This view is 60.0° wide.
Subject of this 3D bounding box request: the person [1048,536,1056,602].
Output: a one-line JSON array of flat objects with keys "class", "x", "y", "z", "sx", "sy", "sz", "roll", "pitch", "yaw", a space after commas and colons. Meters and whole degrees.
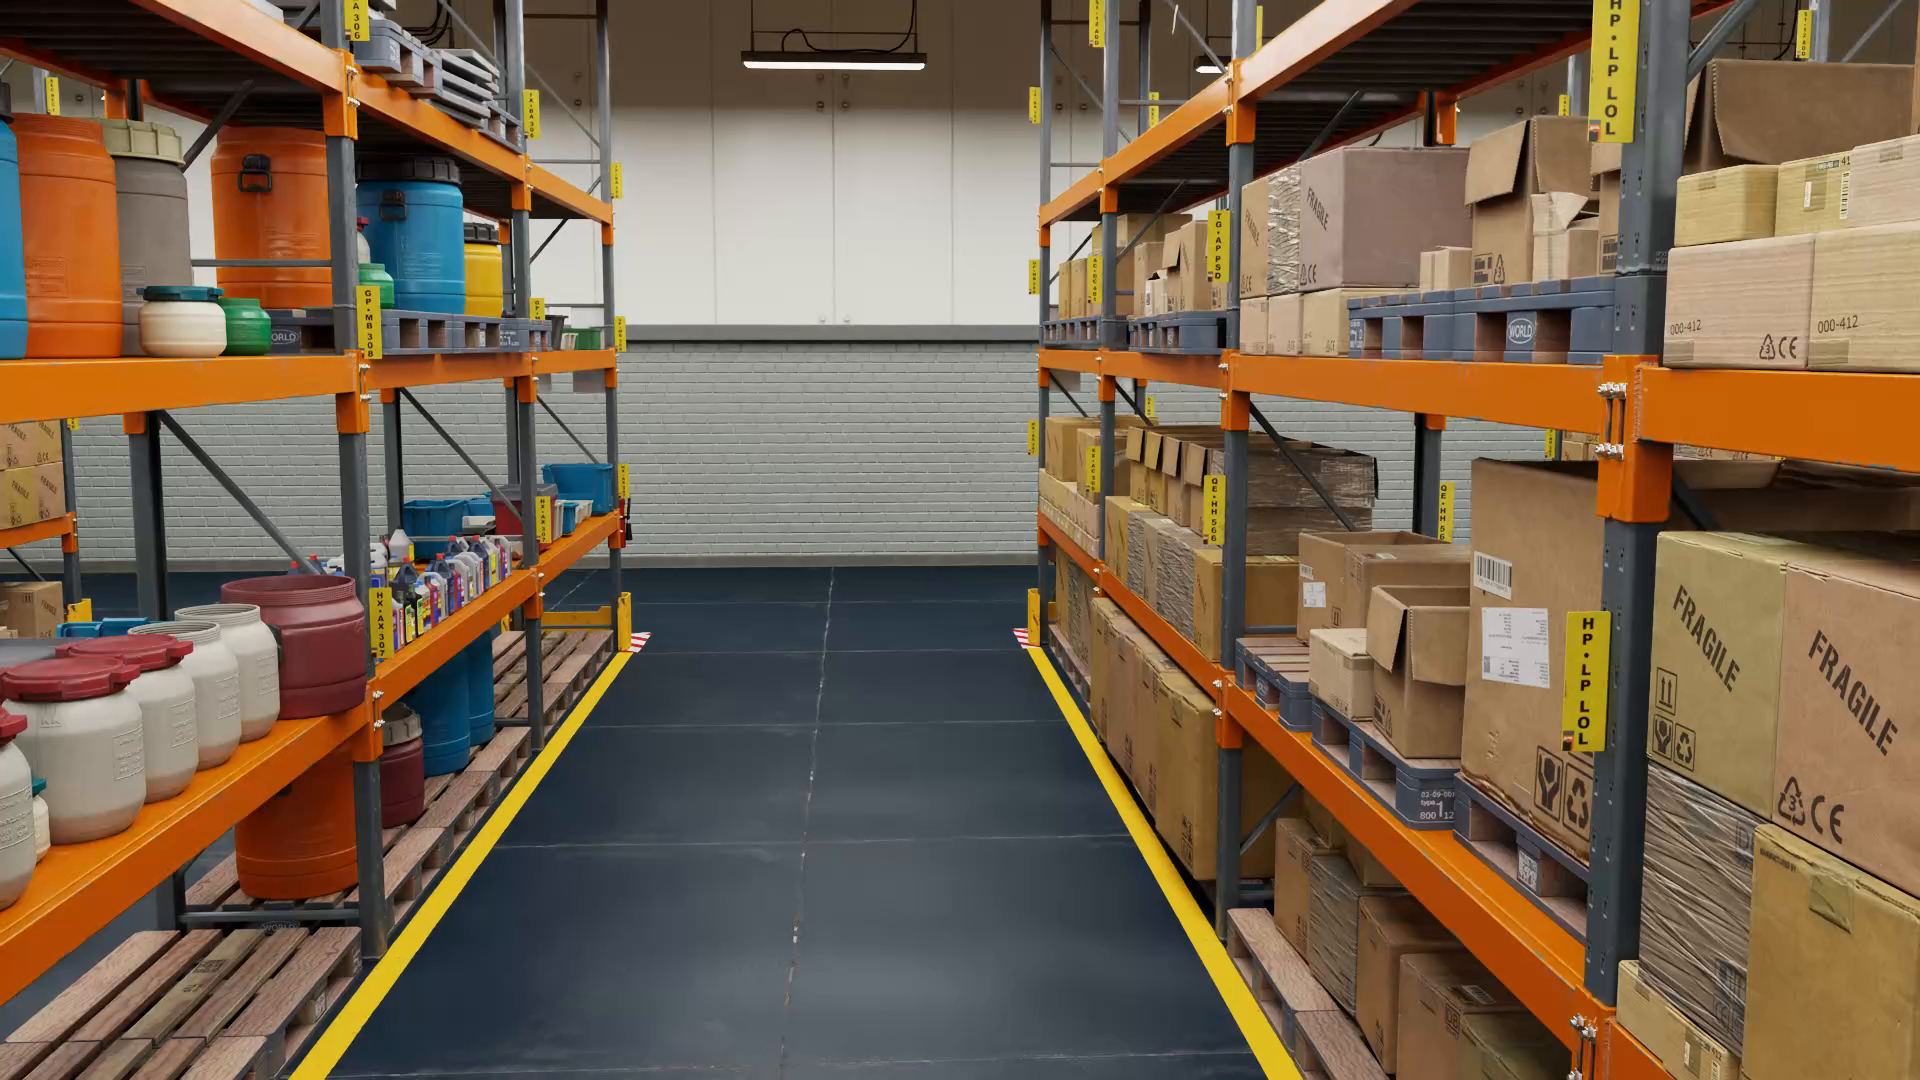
[{"class": "person", "x": 1.069, "y": -0.017, "z": 16.941, "sx": 0.422, "sy": 1.774, "sz": 0.642, "roll": 0, "pitch": 7, "yaw": -4}]
